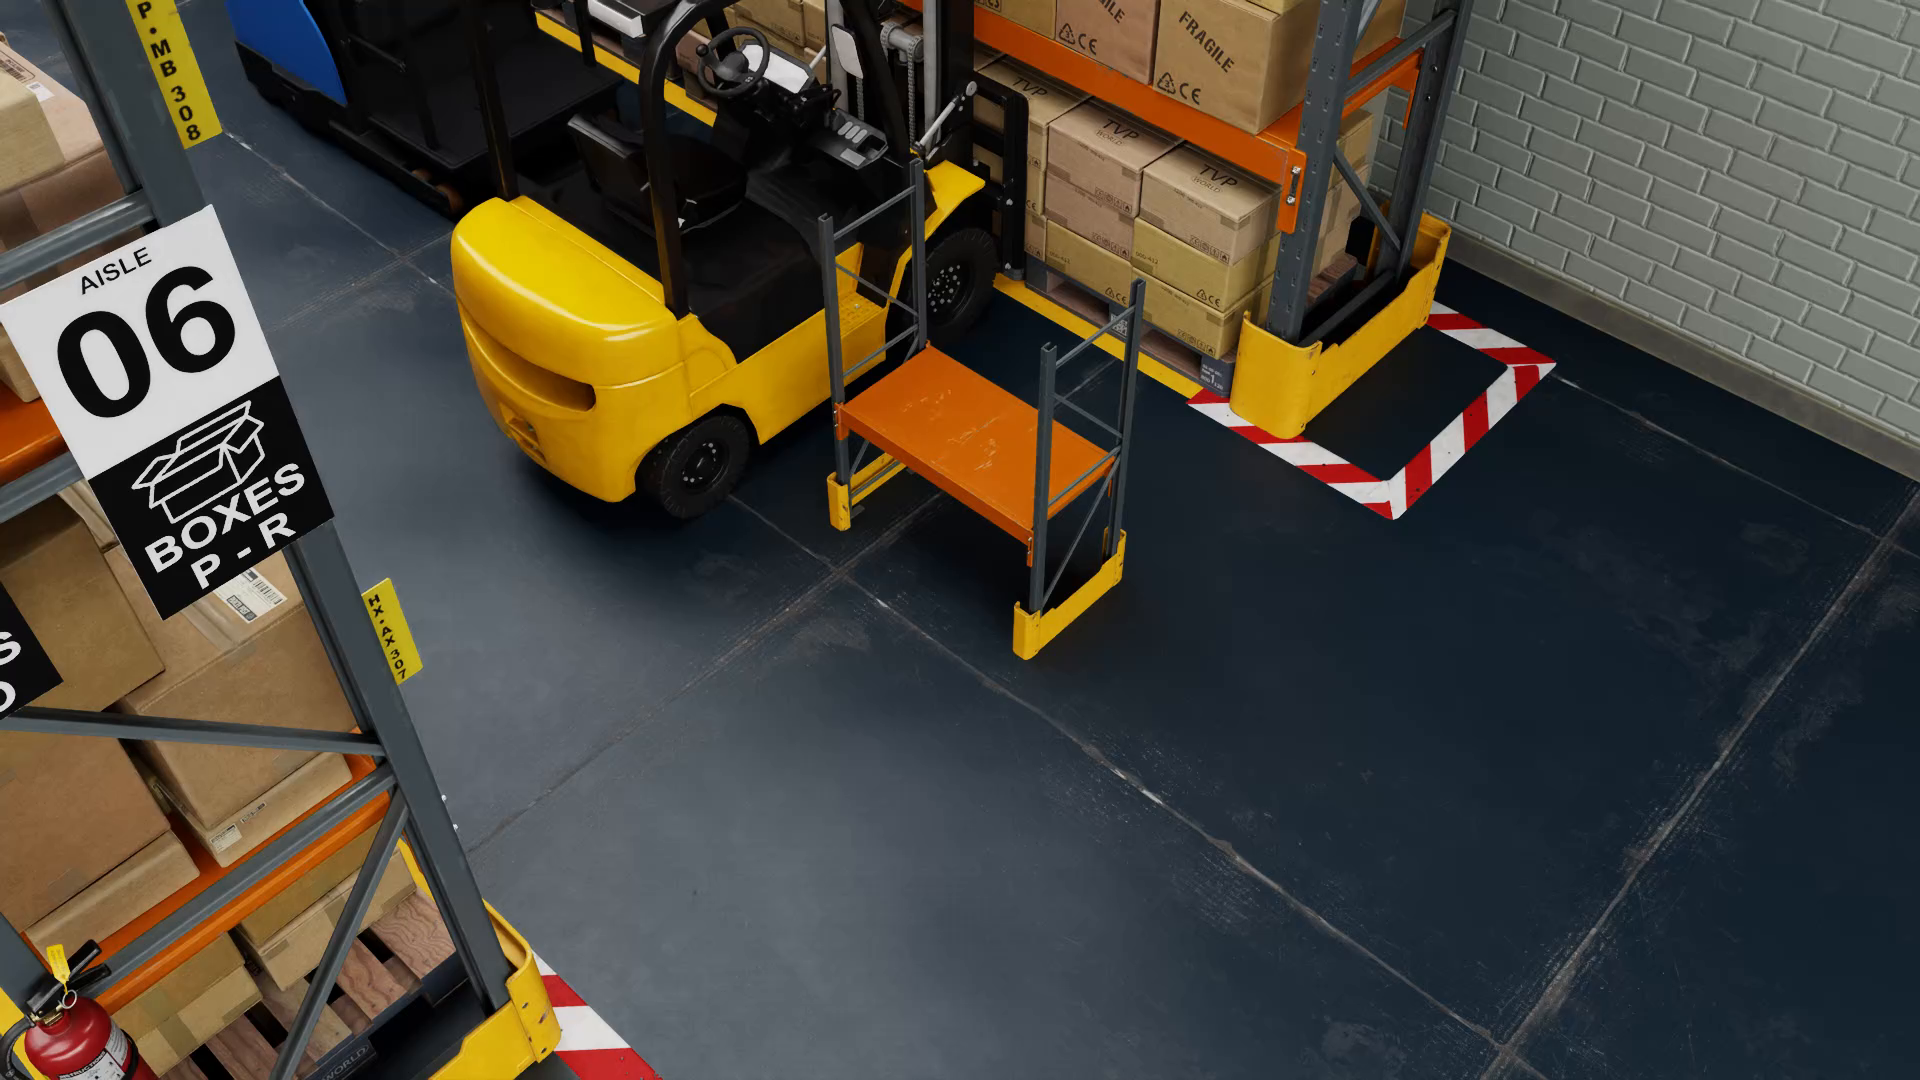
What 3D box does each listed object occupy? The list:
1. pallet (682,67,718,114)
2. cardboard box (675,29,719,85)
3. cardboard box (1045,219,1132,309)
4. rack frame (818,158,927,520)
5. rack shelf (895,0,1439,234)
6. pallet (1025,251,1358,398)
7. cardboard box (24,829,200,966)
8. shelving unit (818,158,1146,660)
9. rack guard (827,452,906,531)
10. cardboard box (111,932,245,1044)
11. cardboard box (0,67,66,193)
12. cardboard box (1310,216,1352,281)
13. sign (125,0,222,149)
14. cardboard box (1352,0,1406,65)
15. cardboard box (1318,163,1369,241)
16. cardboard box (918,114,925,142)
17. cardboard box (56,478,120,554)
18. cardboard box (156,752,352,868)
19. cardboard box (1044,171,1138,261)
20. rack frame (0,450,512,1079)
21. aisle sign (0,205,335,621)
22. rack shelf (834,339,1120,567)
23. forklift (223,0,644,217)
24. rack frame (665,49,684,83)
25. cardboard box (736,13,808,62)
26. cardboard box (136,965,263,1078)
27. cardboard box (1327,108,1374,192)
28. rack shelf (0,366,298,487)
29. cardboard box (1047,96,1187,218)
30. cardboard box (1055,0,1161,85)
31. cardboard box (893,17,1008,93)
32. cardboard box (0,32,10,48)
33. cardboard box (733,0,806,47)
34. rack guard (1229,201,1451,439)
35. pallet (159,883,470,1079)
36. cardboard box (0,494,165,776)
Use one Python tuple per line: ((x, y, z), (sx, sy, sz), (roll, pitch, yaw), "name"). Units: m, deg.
((-0.724, -2.458, 8.913), (1.213, 0.211, 1.003), (34, 55, 28), "pallet")
((-1.149, -2.614, 8.745), (0.500, 0.250, 0.500), (34, 56, 28), "cardboard box")
((0.741, -1.367, 7.574), (0.500, 0.250, 0.500), (34, 55, 28), "cardboard box")
((-0.311, -0.723, 6.400), (0.032, 1.500, 0.500), (34, 55, 28), "rack frame")
((0.190, -2.593, 7.620), (4.000, 0.370, 1.077), (34, 55, 28), "rack shelf")
((1.069, -1.251, 7.780), (1.213, 0.211, 1.003), (34, 55, 28), "pallet")
((-2.124, 0.827, 4.089), (0.250, 0.149, 0.380), (36, 56, 29), "cardboard box")
((0.056, -0.476, 6.168), (1.083, 1.500, 0.587), (34, 55, 28), "shelving unit")
((-0.310, -0.294, 6.855), (0.087, 0.250, 0.587), (34, 55, 28), "rack guard")
((-2.470, 1.095, 4.748), (0.500, 0.500, 0.500), (34, 56, 28), "cardboard box")
((-1.827, -0.688, 2.906), (0.250, 0.149, 0.380), (34, 55, 27), "cardboard box")
((1.431, -1.400, 7.605), (0.500, 0.250, 0.500), (34, 56, 28), "cardboard box")
((-1.337, -0.806, 2.792), (0.005, 0.325, 0.100), (34, 55, 28), "sign")
((1.484, -2.278, 6.763), (0.500, 0.500, 0.500), (36, 56, 29), "cardboard box")
((1.455, -1.567, 7.419), (0.500, 0.250, 0.500), (35, 56, 28), "cardboard box")
((-0.030, -2.044, 7.867), (0.500, 0.250, 0.500), (34, 55, 28), "cardboard box")
((-2.247, 0.038, 4.384), (0.500, 0.500, 0.500), (36, 56, 29), "cardboard box")
((-1.814, 0.618, 4.284), (0.250, 0.149, 0.380), (34, 55, 28), "cardboard box")
((0.728, -1.551, 7.404), (0.500, 0.250, 0.500), (33, 55, 27), "cardboard box")
((-1.704, 0.811, 3.931), (0.127, 3.000, 1.000), (34, 55, 28), "rack frame")
((-1.449, -0.214, 3.110), (0.004, 0.787, 0.394), (34, 55, 28), "aisle sign")
((0.063, -0.348, 6.295), (1.000, 0.185, 0.538), (34, 55, 28), "rack shelf")
((-2.421, -3.047, 7.600), (3.031, 2.935, 1.130), (32, 55, 27), "forklift")
((-1.280, -3.828, 8.286), (0.127, 3.000, 1.000), (34, 55, 28), "rack frame")
((-0.762, -2.549, 8.341), (0.500, 0.250, 0.500), (34, 55, 27), "cardboard box")
((-2.499, 1.341, 5.031), (0.500, 0.250, 0.500), (34, 55, 28), "cardboard box")
((1.435, -1.734, 7.233), (0.500, 0.250, 0.500), (33, 55, 27), "cardboard box")
((-3.174, -0.958, 4.028), (4.000, 0.370, 1.077), (34, 55, 28), "rack shelf")
((0.730, -1.705, 7.205), (0.500, 0.250, 0.500), (35, 56, 28), "cardboard box")
((0.745, -2.248, 6.735), (0.500, 0.500, 0.500), (36, 56, 29), "cardboard box")
((-0.015, -2.204, 7.674), (0.500, 0.250, 0.500), (33, 55, 27), "cardboard box")
((-2.257, -0.912, 3.390), (0.500, 0.250, 0.500), (33, 55, 27), "cardboard box")
((-0.768, -2.707, 8.146), (0.500, 0.250, 0.500), (34, 55, 28), "cardboard box")
((1.677, -0.983, 7.330), (0.348, 0.500, 1.175), (34, 55, 28), "rack guard")
((-2.333, 1.307, 5.378), (1.213, 0.211, 1.003), (34, 55, 28), "pallet")
((-2.228, 0.197, 3.549), (0.500, 0.500, 0.700), (33, 55, 27), "cardboard box")
